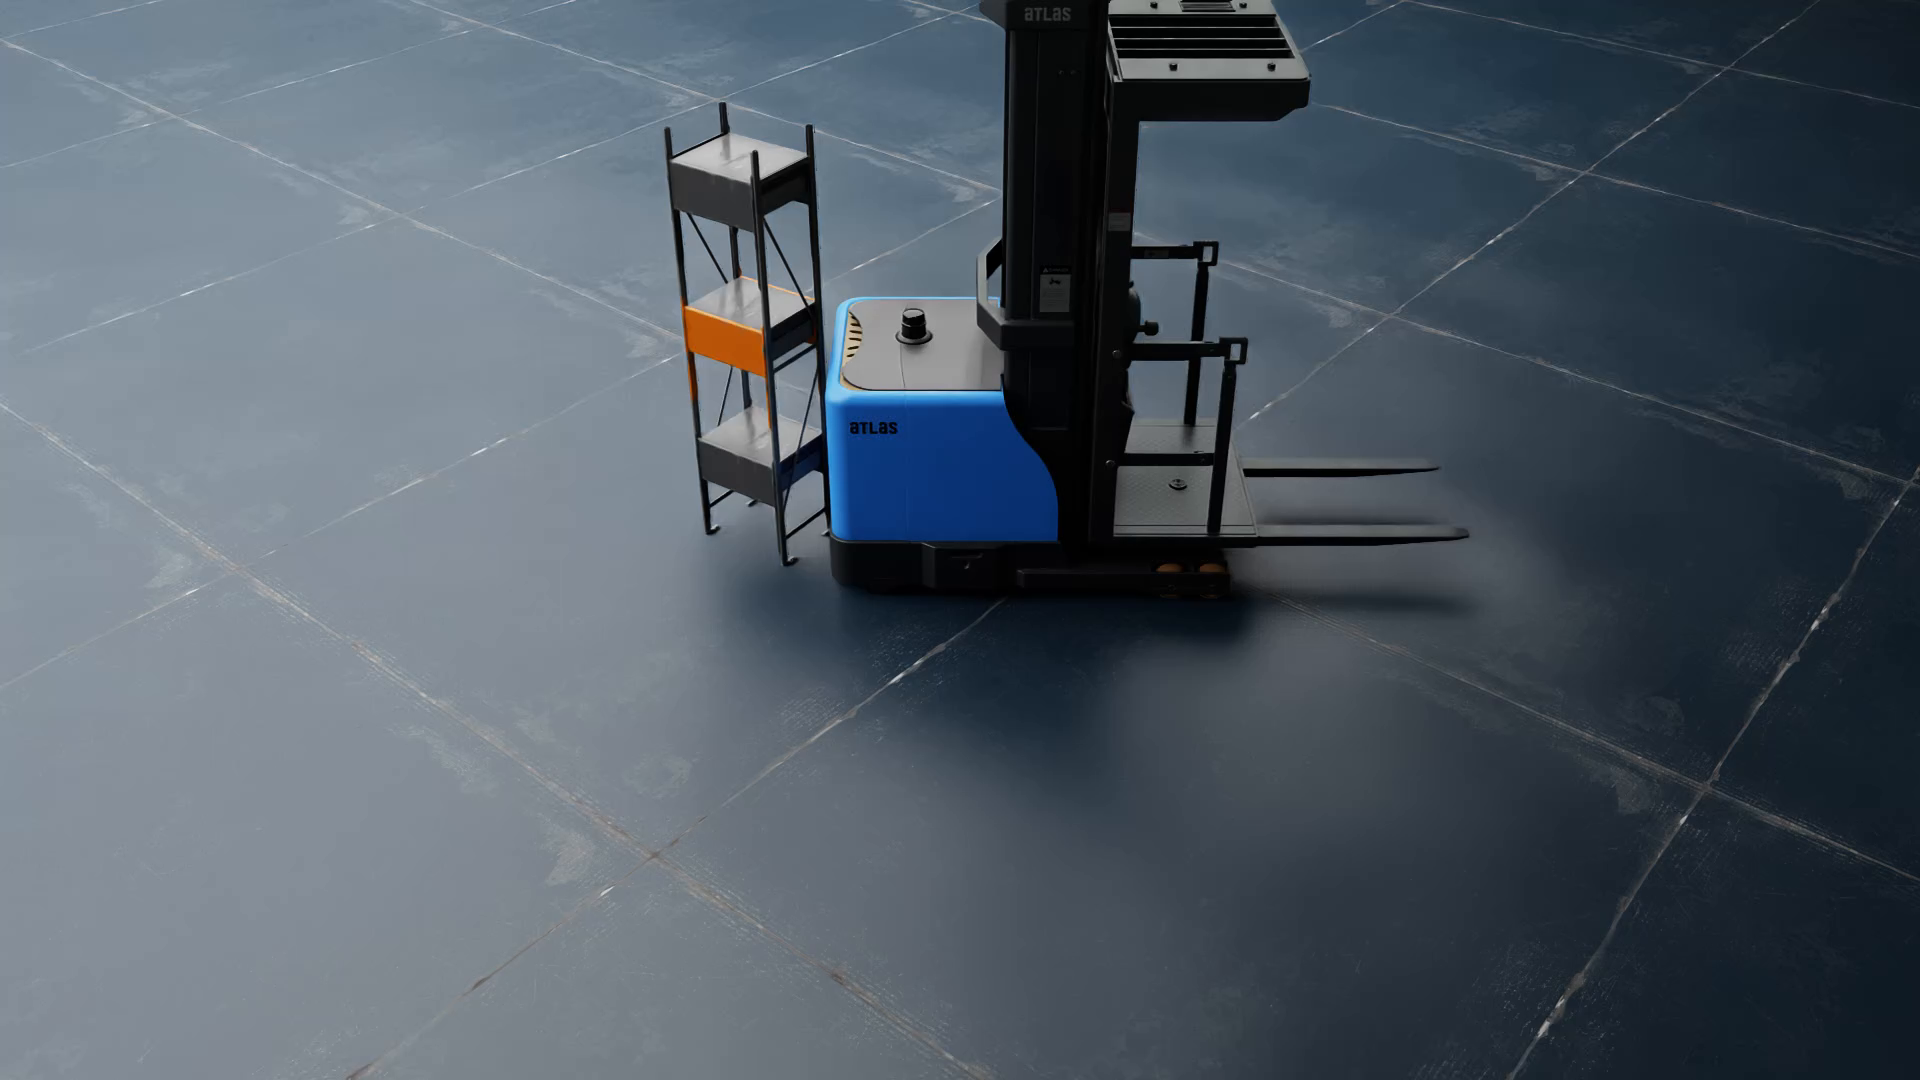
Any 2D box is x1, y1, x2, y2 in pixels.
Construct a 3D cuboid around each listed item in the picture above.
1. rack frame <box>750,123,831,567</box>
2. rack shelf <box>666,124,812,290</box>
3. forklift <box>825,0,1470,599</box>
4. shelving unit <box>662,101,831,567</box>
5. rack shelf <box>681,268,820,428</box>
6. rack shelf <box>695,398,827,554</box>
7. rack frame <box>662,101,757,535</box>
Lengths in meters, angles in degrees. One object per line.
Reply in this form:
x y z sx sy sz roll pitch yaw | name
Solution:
-0.750 -0.830 7.604 0.015 2.100 0.400 21 40 28 | rack frame
-0.952 -1.473 7.328 0.480 0.518 0.431 21 40 28 | rack shelf
0.905 -1.234 7.457 3.031 2.935 1.130 0 34 0 | forklift
-0.952 -0.907 7.716 0.503 2.100 0.431 21 40 28 | shelving unit
-0.952 -0.896 7.724 0.480 0.518 0.431 21 40 28 | rack shelf
-0.952 -0.319 8.120 0.480 0.518 0.431 21 40 28 | rack shelf
-1.155 -0.985 7.829 0.015 2.100 0.400 21 40 28 | rack frame
